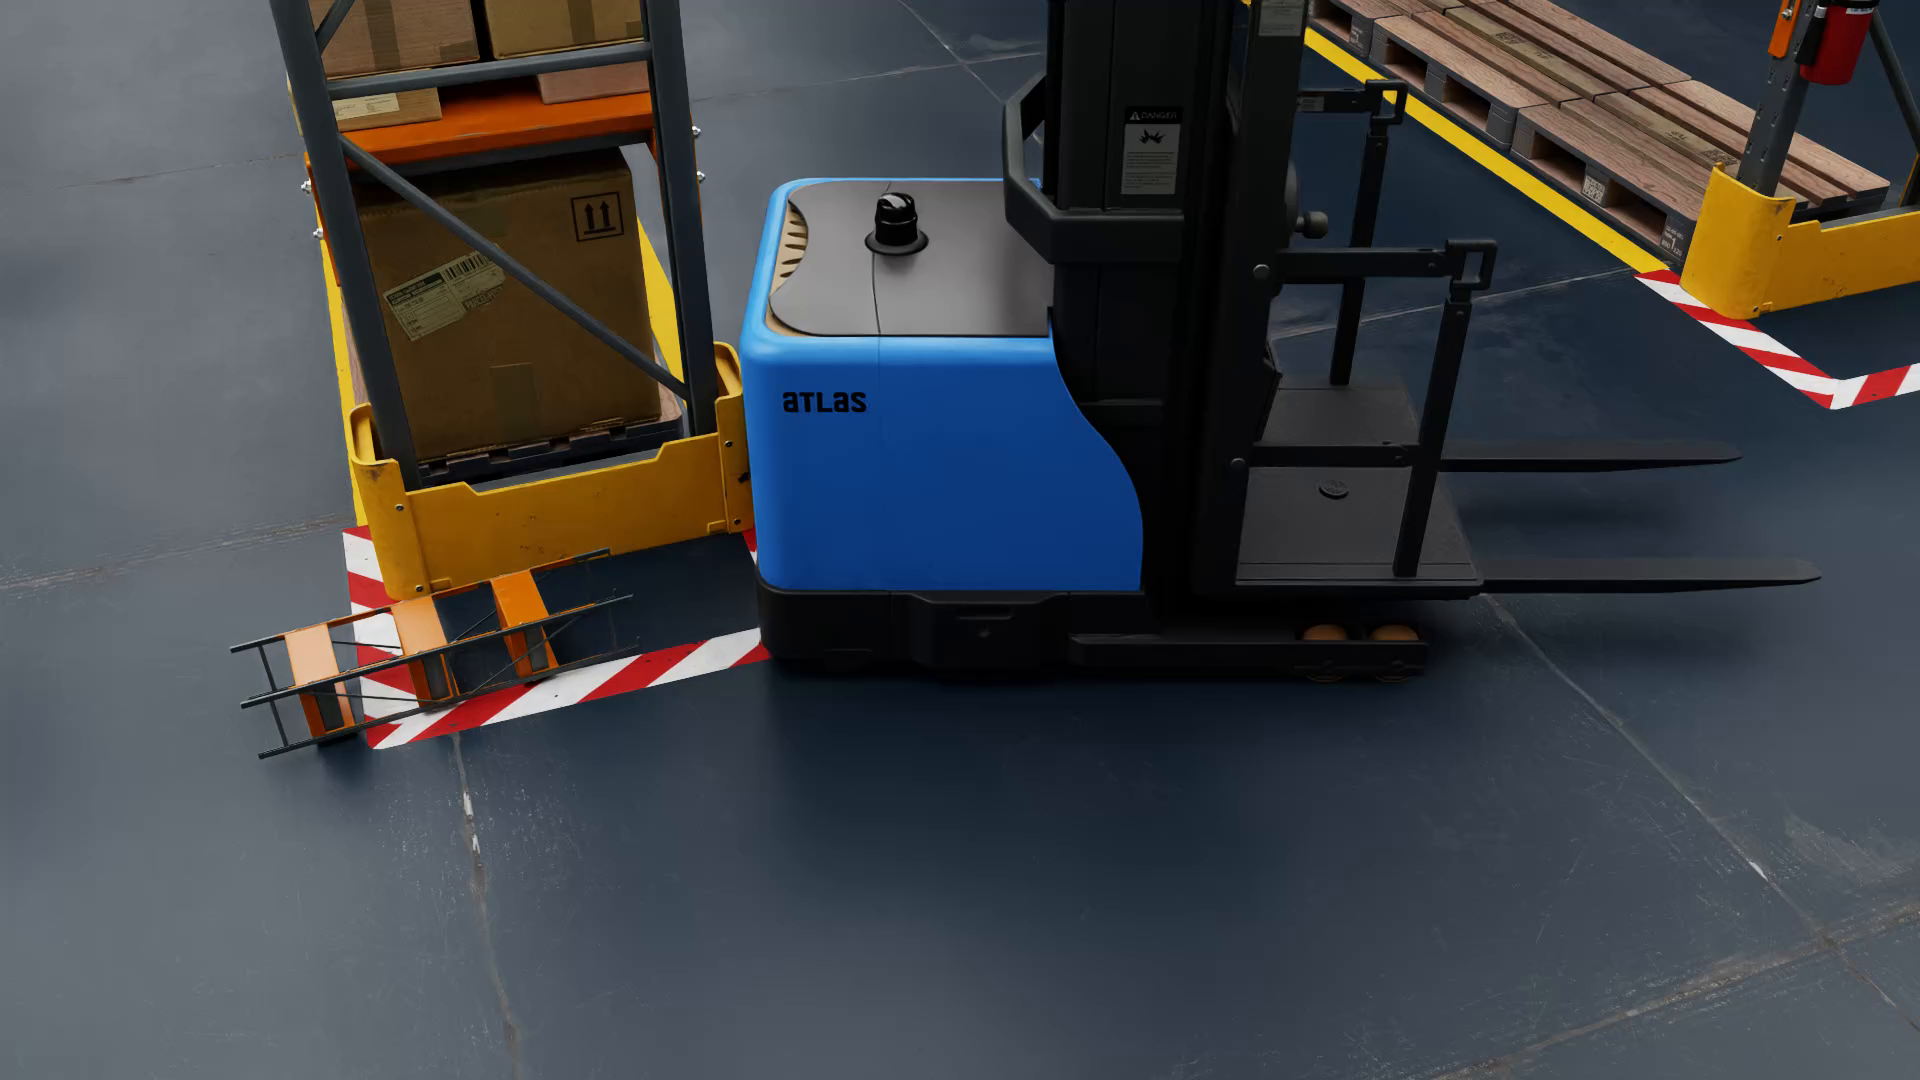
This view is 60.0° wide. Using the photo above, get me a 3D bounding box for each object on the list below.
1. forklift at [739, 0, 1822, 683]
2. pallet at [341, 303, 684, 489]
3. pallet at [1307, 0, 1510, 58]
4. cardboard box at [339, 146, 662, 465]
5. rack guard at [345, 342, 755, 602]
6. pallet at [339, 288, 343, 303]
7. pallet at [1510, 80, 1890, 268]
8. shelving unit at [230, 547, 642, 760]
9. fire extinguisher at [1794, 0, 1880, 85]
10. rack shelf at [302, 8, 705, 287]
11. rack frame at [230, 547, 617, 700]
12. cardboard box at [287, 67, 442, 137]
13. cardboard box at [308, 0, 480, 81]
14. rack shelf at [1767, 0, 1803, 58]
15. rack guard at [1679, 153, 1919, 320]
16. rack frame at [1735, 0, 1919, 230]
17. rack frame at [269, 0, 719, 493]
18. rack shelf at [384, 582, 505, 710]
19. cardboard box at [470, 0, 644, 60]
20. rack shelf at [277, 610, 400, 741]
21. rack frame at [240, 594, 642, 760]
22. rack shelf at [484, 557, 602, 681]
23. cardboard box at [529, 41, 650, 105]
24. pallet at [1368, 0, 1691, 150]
[{"bbox_3d":[0.946,-1.089,4.260,3.031,2.935,1.130,0,37,0],"label":"forklift"},{"bbox_3d":[-1.581,-0.554,5.810,1.003,0.211,1.213,-12,39,-16],"label":"pallet"},{"bbox_3d":[2.331,-2.996,9.052,1.003,0.211,1.213,-12,39,-16],"label":"pallet"},{"bbox_3d":[-1.528,-0.896,5.364,0.875,0.875,0.875,-12,39,-16],"label":"cardboard box"},{"bbox_3d":[-1.224,-0.220,5.127,1.175,0.500,0.348,-12,39,-16],"label":"rack guard"},{"bbox_3d":[-1.997,-1.242,6.723,1.003,0.211,1.213,-12,39,-16],"label":"pallet"},{"bbox_3d":[3.171,-1.618,7.222,1.003,0.211,1.213,-12,39,-16],"label":"pallet"},{"bbox_3d":[-1.446,0.303,4.644,1.050,0.215,0.252,-16,40,-20],"label":"shelving unit"},{"bbox_3d":[3.043,-1.899,5.652,0.296,0.674,0.183,-12,39,-16],"label":"fire extinguisher"},{"bbox_3d":[-1.921,-2.075,6.109,1.077,0.370,4.000,-12,39,-16],"label":"rack shelf"},{"bbox_3d":[-1.498,0.236,4.732,1.050,0.200,0.008,-16,40,-20],"label":"rack frame"},{"bbox_3d":[-1.664,-1.265,4.645,0.380,0.149,0.250,-12,39,-15],"label":"cardboard box"},{"bbox_3d":[-1.648,-1.510,4.639,0.500,0.250,0.500,-13,39,-17],"label":"cardboard box"},{"bbox_3d":[2.730,-3.100,7.471,1.077,0.370,4.000,-12,39,-16],"label":"rack shelf"},{"bbox_3d":[3.439,-1.248,6.492,1.175,0.500,0.348,-12,39,-16],"label":"rack guard"},{"bbox_3d":[3.418,-2.258,5.754,1.000,3.000,0.127,-12,39,-16],"label":"rack frame"},{"bbox_3d":[-1.232,-1.232,4.393,1.000,3.000,0.127,-12,39,-16],"label":"rack frame"},{"bbox_3d":[-1.437,0.300,4.648,0.259,0.215,0.240,-16,40,-20],"label":"rack shelf"},{"bbox_3d":[-1.144,-1.618,4.783,0.500,0.250,0.500,-13,39,-17],"label":"cardboard box"},{"bbox_3d":[-1.693,0.373,4.551,0.259,0.215,0.240,-16,40,-20],"label":"rack shelf"},{"bbox_3d":[-1.394,0.369,4.556,1.050,0.200,0.008,-16,40,-20],"label":"rack frame"},{"bbox_3d":[-1.185,0.229,4.742,0.259,0.215,0.240,-16,40,-20],"label":"rack shelf"},{"bbox_3d":[-1.045,-1.401,4.825,0.380,0.149,0.250,-12,39,-15],"label":"cardboard box"},{"bbox_3d":[2.755,-2.306,8.136,1.003,0.211,1.213,-12,39,-16],"label":"pallet"}]
